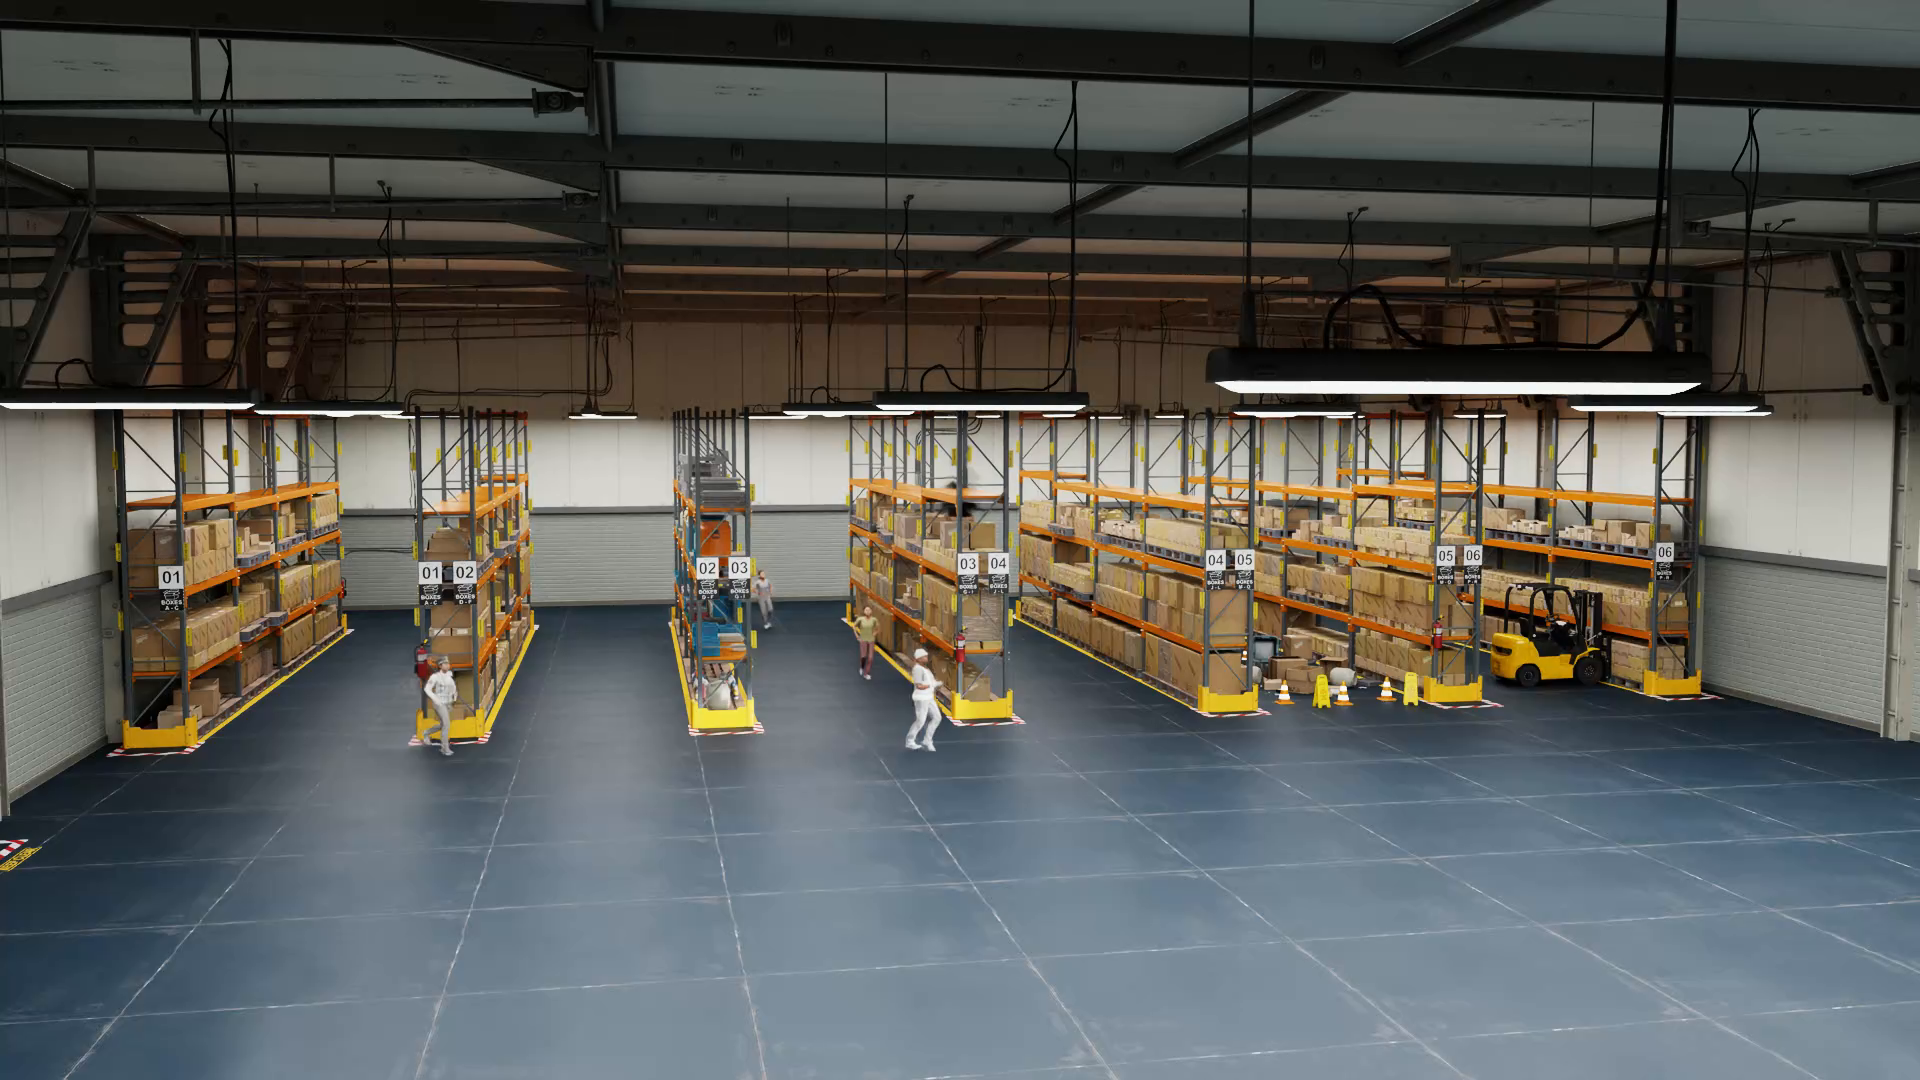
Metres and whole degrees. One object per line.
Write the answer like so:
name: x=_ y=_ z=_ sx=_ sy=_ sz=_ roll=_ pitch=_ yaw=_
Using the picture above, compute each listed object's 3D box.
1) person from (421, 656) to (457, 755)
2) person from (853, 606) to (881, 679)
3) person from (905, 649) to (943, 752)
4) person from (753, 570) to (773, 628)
person: x=-9.018 y=2.840 z=28.826 sx=0.754 sy=1.709 sz=0.629 roll=2 pitch=5 yaw=27
person: x=-2.051 y=2.281 z=36.948 sx=0.624 sy=1.621 sz=0.514 roll=-1 pitch=4 yaw=-9
person: x=-0.607 y=2.790 z=28.790 sx=0.702 sy=1.826 sz=0.654 roll=1 pitch=4 yaw=16
person: x=-5.407 y=1.641 z=45.854 sx=0.598 sy=1.624 sz=0.536 roll=-2 pitch=4 yaw=-25
